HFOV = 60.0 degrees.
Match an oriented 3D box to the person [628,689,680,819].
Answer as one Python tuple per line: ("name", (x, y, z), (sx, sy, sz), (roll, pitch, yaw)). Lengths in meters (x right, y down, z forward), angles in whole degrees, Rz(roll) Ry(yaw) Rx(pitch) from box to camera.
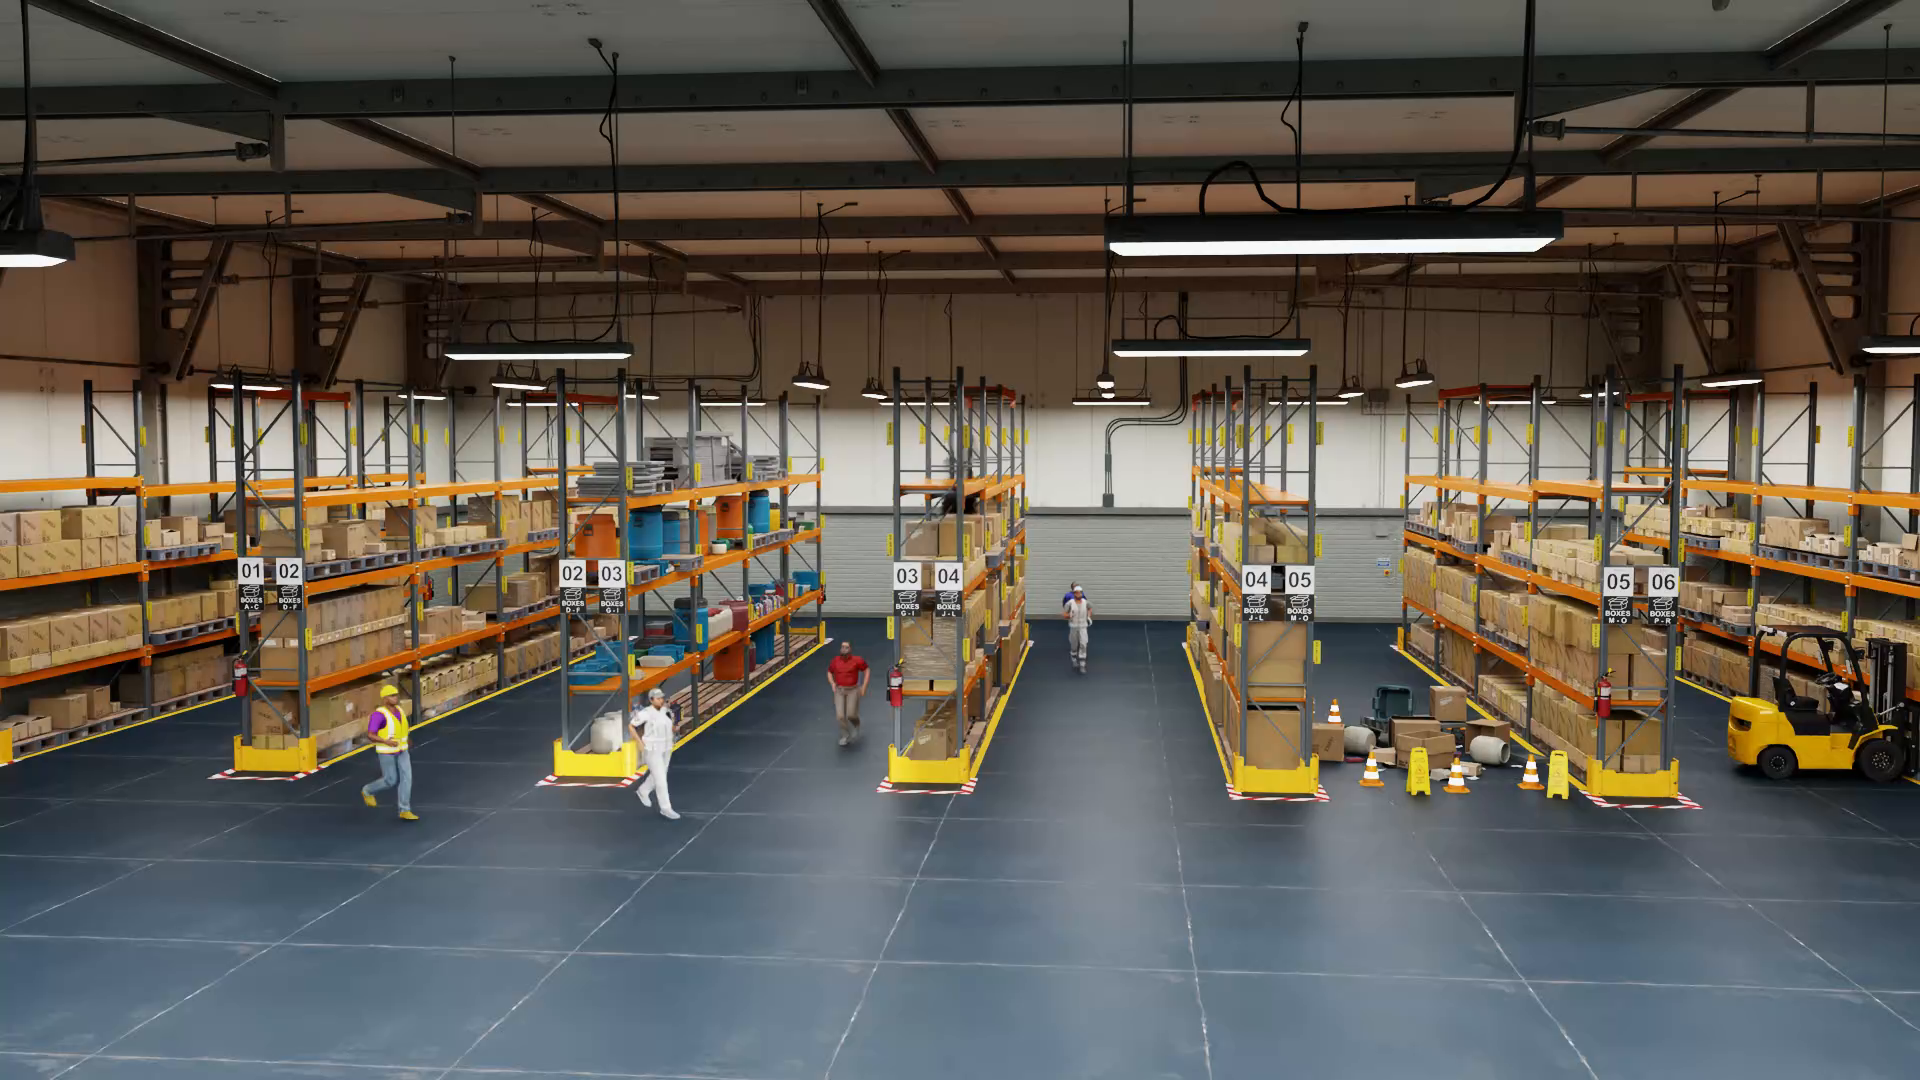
("person", (-4.006, 2.787, 21.959), (0.939, 1.662, 0.603), (3, 4, 35))

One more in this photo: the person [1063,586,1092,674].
("person", (2.501, 1.885, 35.292), (0.644, 1.806, 0.915), (0, 4, -1))

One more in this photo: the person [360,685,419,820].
("person", (-7.461, 2.776, 21.788), (0.894, 1.756, 0.702), (2, 4, 26))

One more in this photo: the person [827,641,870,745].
("person", (-1.831, 2.483, 27.092), (0.698, 1.686, 0.620), (0, 4, 8))

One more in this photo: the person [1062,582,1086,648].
("person", (2.721, 1.783, 38.960), (0.593, 1.606, 0.569), (-1, 4, -11))
